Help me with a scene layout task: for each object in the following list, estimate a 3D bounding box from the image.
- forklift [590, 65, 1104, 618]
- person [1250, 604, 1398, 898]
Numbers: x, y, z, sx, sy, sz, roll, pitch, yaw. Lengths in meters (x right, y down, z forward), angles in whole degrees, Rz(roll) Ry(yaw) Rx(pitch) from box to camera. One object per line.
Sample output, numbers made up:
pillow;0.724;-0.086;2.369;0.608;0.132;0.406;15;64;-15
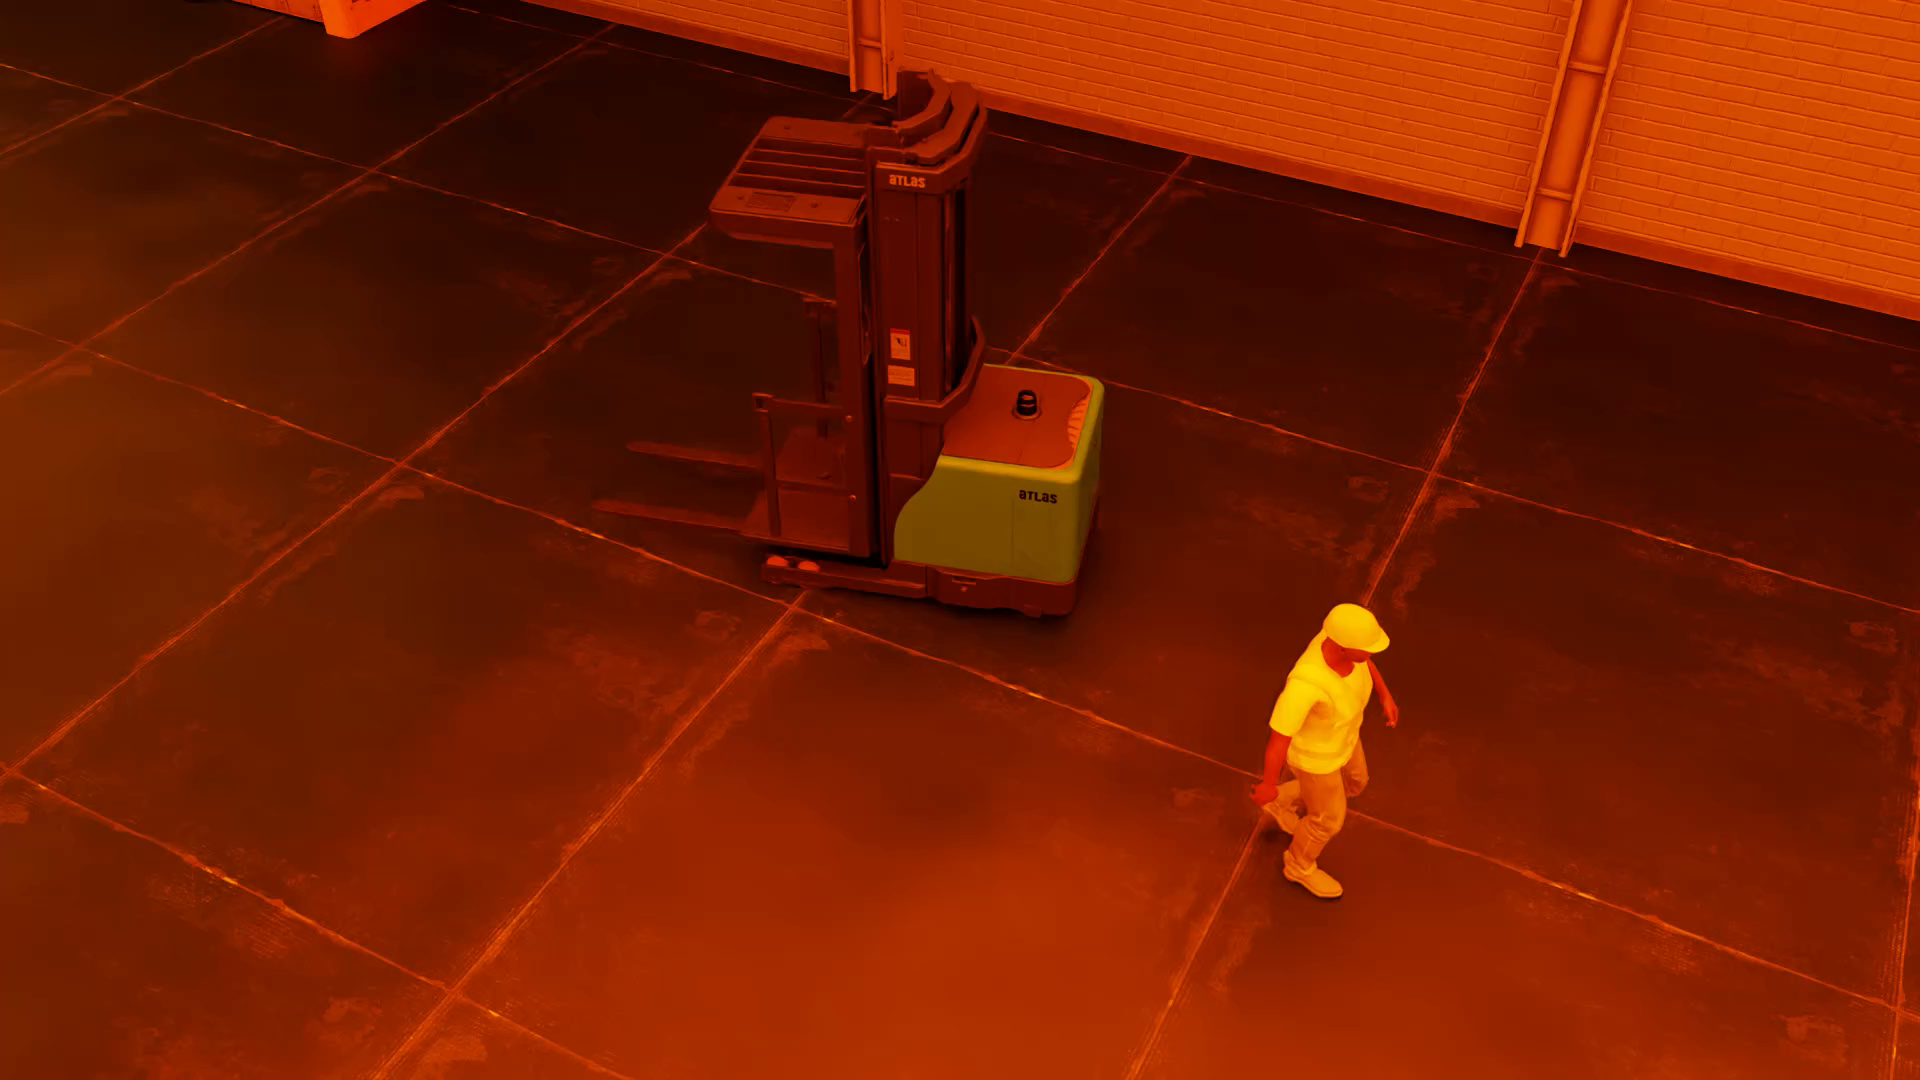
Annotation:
forklift;-0.715;-1.154;9.357;3.031;2.935;1.130;8;41;9
person;1.687;0.948;7.782;0.539;1.747;0.800;20;44;22
